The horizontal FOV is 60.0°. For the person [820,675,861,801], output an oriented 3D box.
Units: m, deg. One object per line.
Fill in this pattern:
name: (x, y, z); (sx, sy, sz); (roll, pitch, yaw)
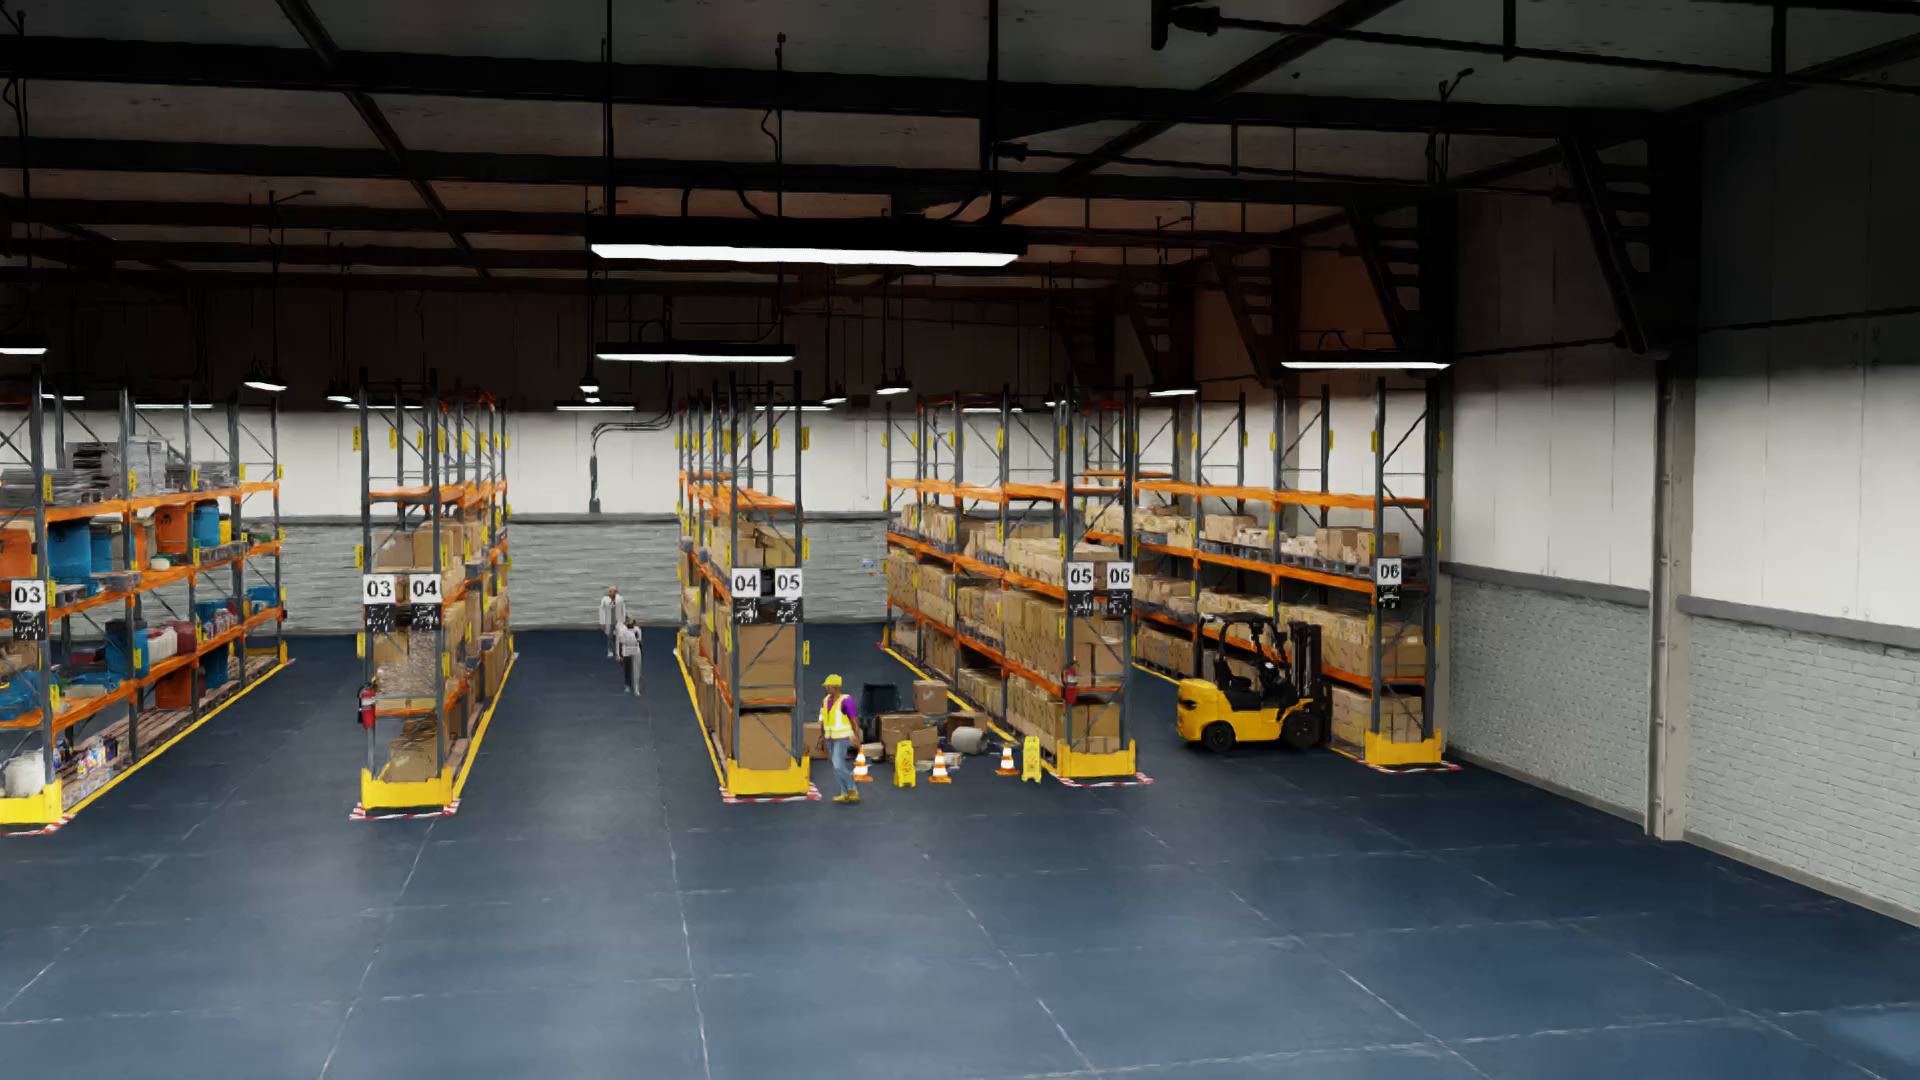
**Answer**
person: (-1.675, 2.742, 23.012); (0.678, 1.755, 0.453); (3, 5, 43)

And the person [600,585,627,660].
person: (-7.930, 1.873, 38.009); (0.598, 1.698, 1.172); (-1, 3, -10)

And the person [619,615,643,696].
person: (-6.478, 2.243, 32.729); (0.456, 1.589, 1.088); (-1, 3, -10)
